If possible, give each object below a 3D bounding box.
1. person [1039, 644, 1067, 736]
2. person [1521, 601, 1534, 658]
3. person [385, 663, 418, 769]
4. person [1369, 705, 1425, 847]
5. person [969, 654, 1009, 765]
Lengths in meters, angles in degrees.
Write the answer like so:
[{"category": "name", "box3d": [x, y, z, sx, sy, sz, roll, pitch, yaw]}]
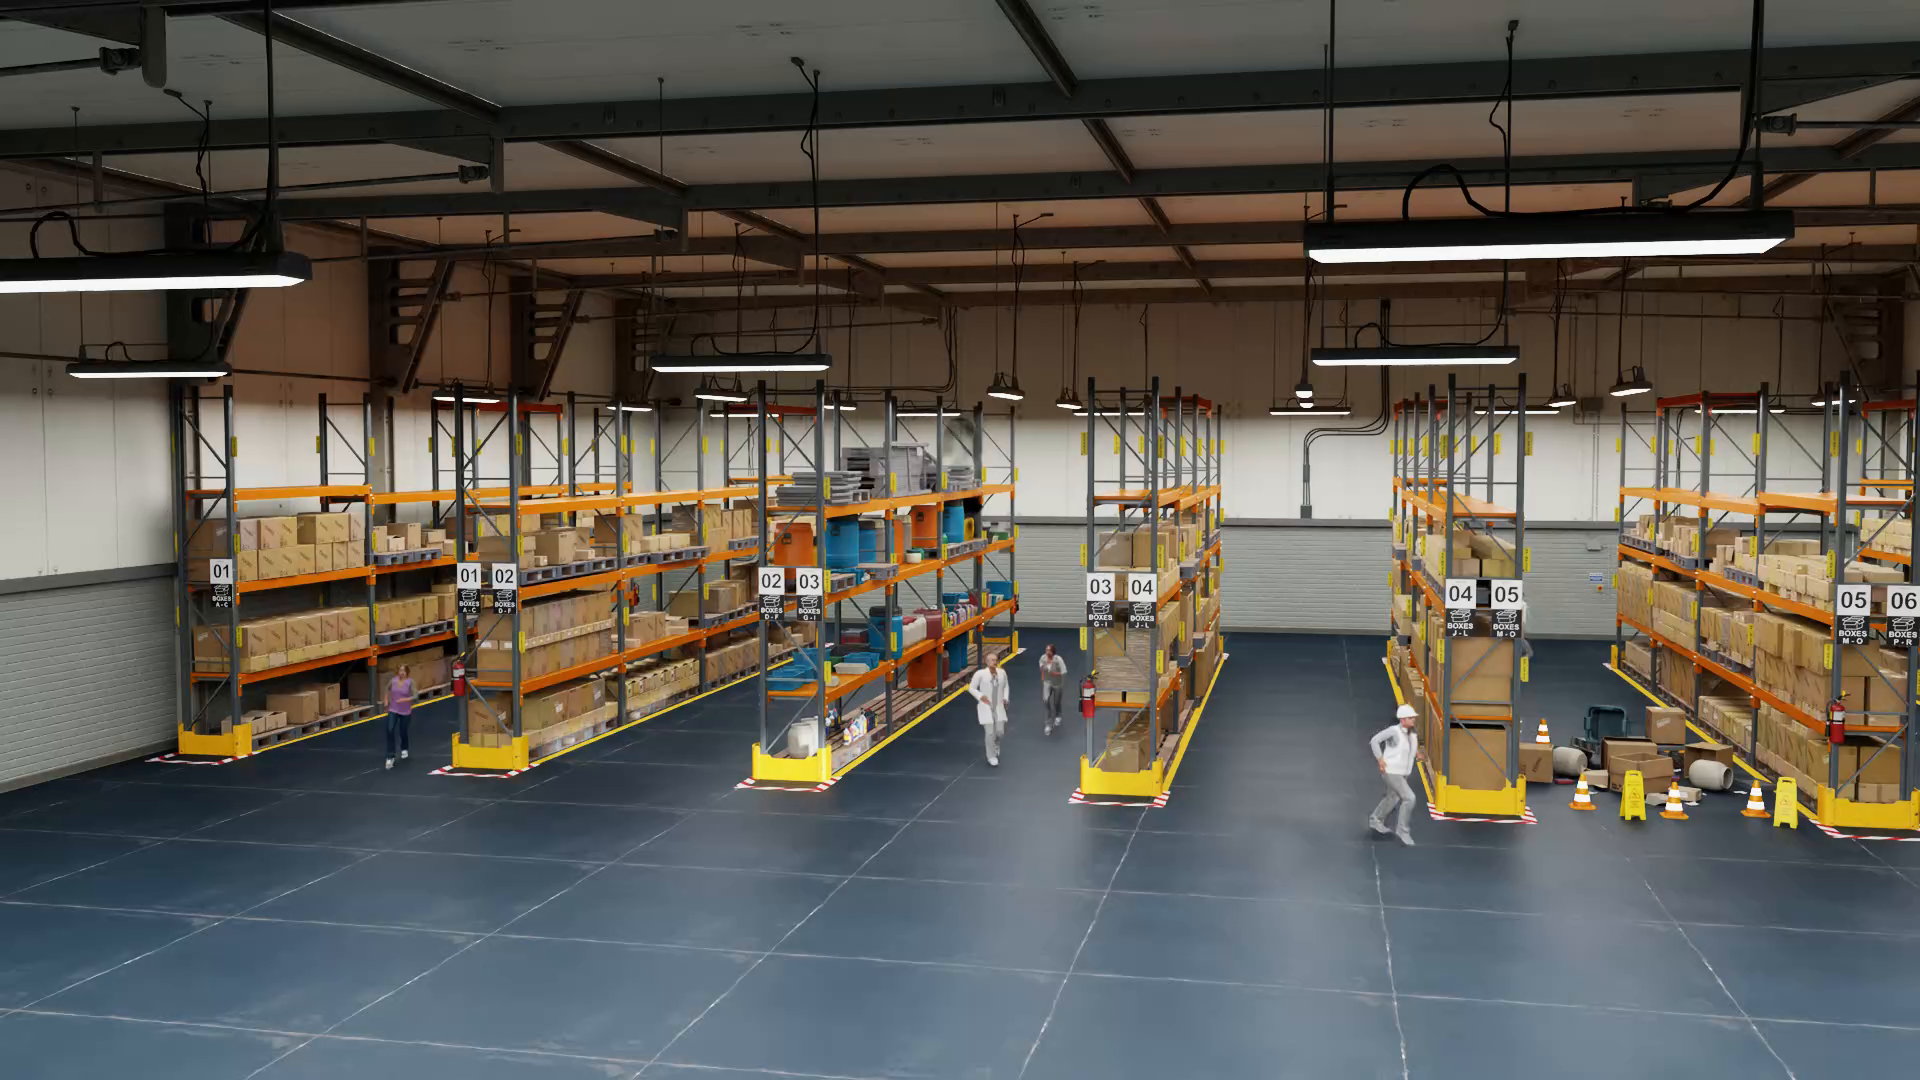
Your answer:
[{"category": "person", "box3d": [1.646, 2.595, 29.206, 0.537, 1.581, 0.890, 1, 3, 13]}, {"category": "person", "box3d": [13.137, 1.960, 39.162, 0.765, 1.645, 0.642, 1, 3, 12]}, {"category": "person", "box3d": [-8.809, 2.741, 26.223, 0.547, 1.610, 0.810, -1, 3, -9]}, {"category": "person", "box3d": [5.513, 2.958, 21.114, 0.681, 1.781, 0.837, -3, 4, -38]}, {"category": "person", "box3d": [0.479, 2.666, 26.277, 0.689, 1.749, 0.678, -1, 3, -18]}]
